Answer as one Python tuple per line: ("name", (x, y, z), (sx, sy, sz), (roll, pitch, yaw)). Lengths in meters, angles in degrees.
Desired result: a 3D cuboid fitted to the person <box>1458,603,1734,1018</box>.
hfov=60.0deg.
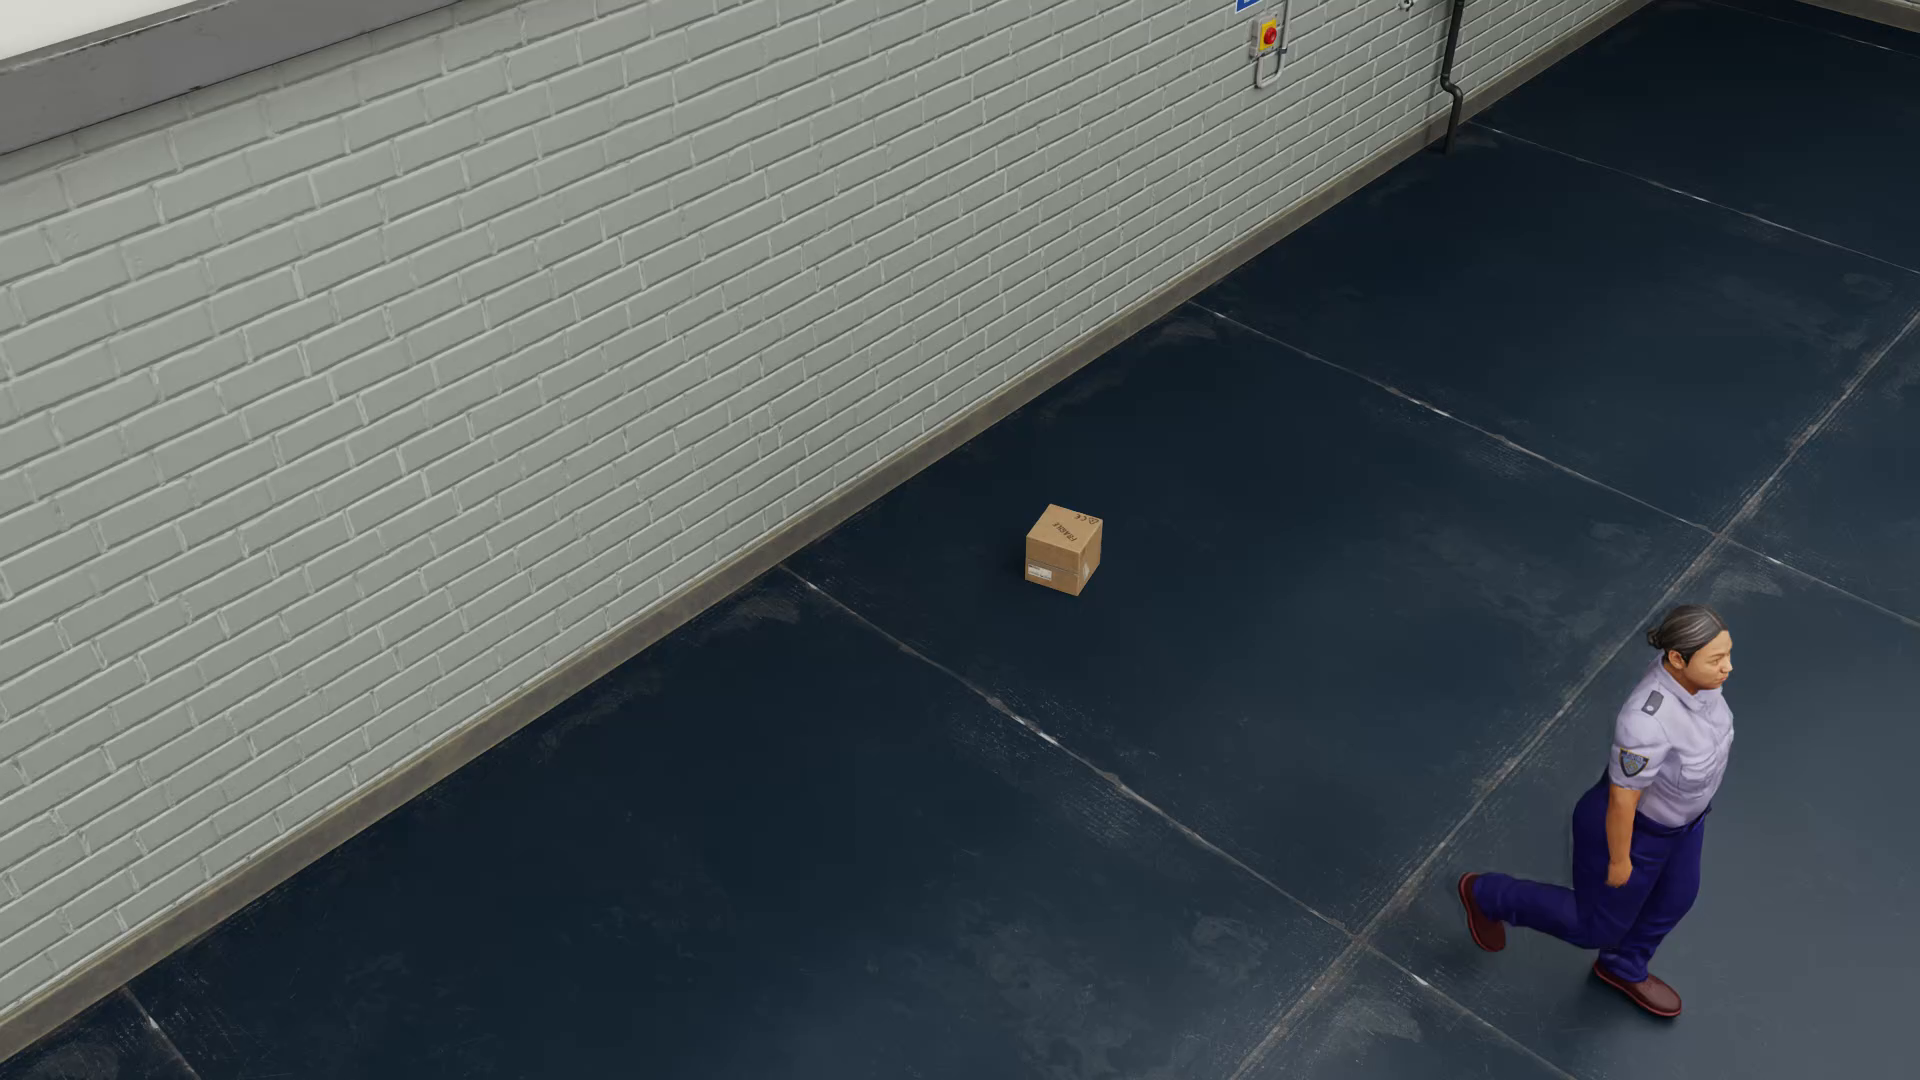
("person", (2.051, 0.840, 5.154), (0.752, 1.600, 0.473), (30, 48, 31))
